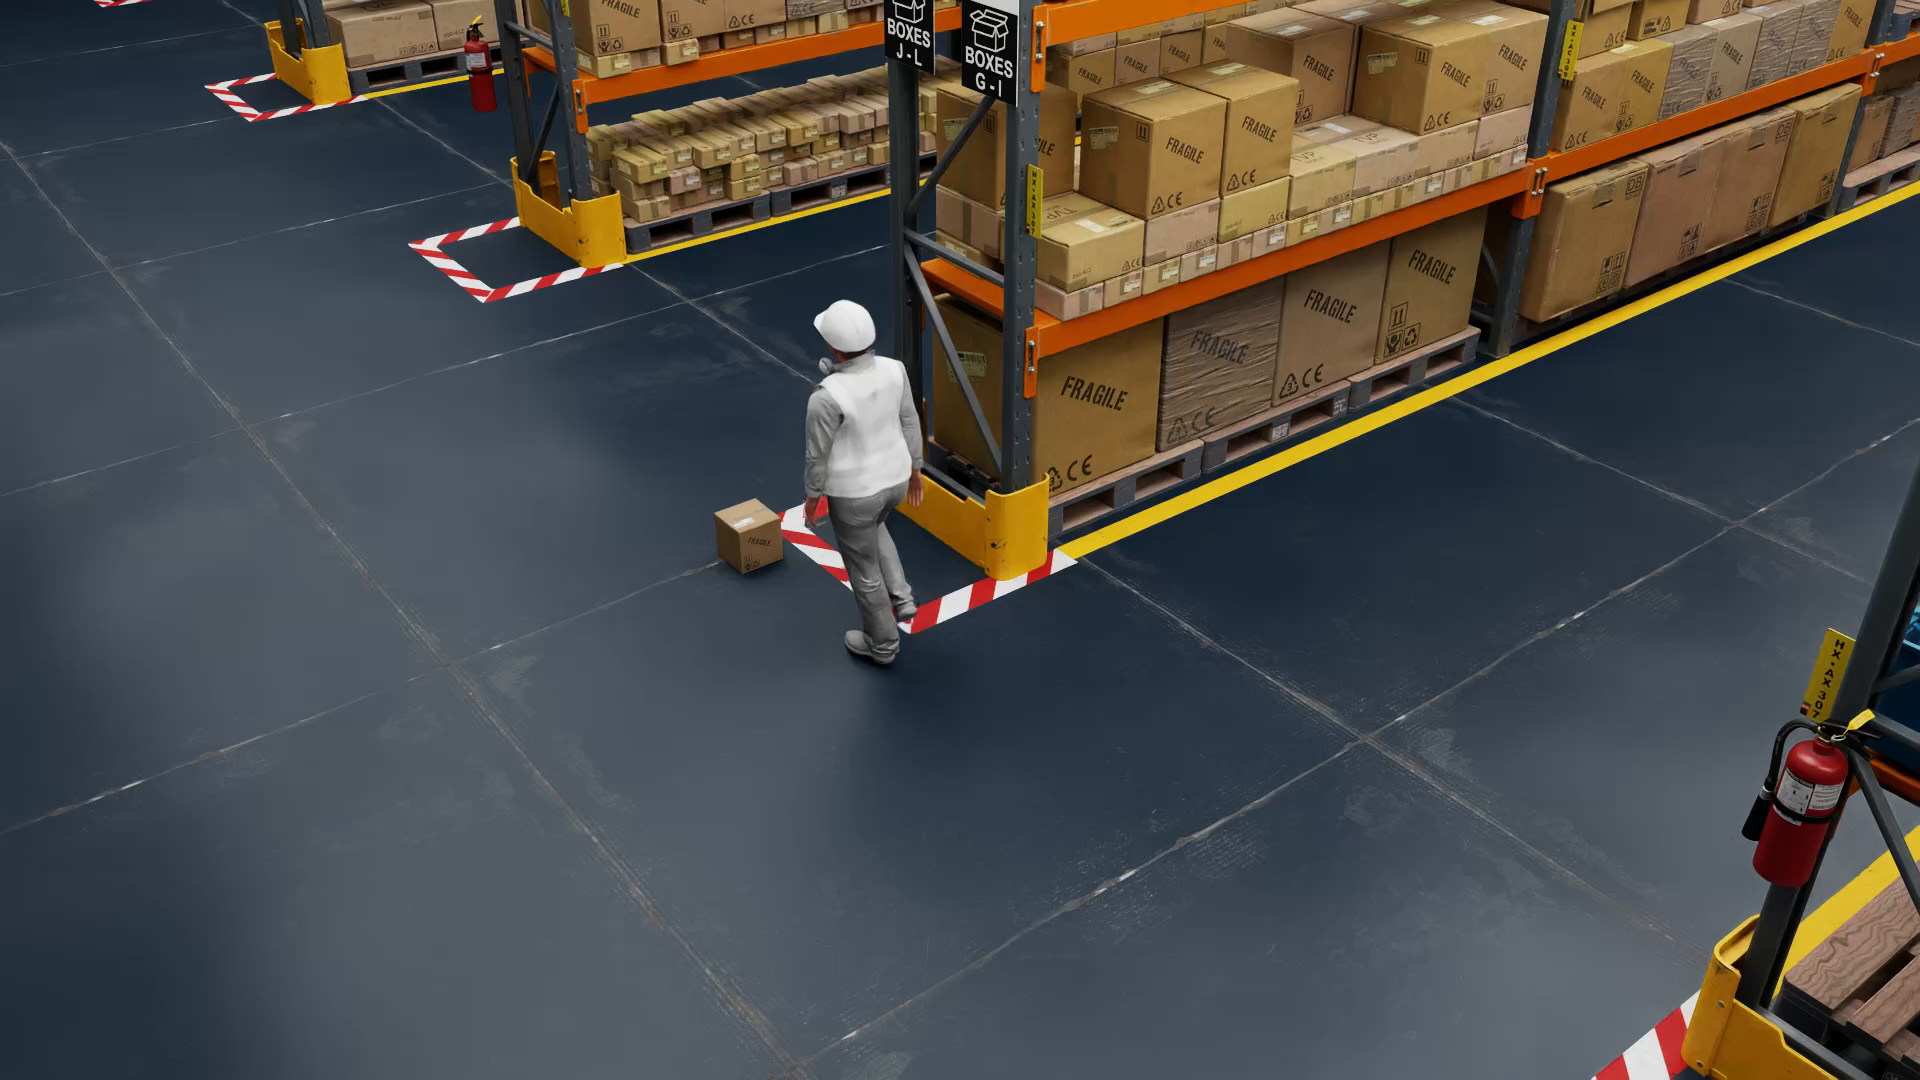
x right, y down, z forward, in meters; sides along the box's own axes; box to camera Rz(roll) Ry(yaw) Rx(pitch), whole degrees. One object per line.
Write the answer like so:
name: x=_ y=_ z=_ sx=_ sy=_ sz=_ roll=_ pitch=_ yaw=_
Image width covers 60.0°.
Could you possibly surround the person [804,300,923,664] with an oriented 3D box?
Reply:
person: x=-0.449 y=-0.265 z=7.500 sx=0.550 sy=1.762 sz=0.493 roll=-28 pitch=41 yaw=-37
